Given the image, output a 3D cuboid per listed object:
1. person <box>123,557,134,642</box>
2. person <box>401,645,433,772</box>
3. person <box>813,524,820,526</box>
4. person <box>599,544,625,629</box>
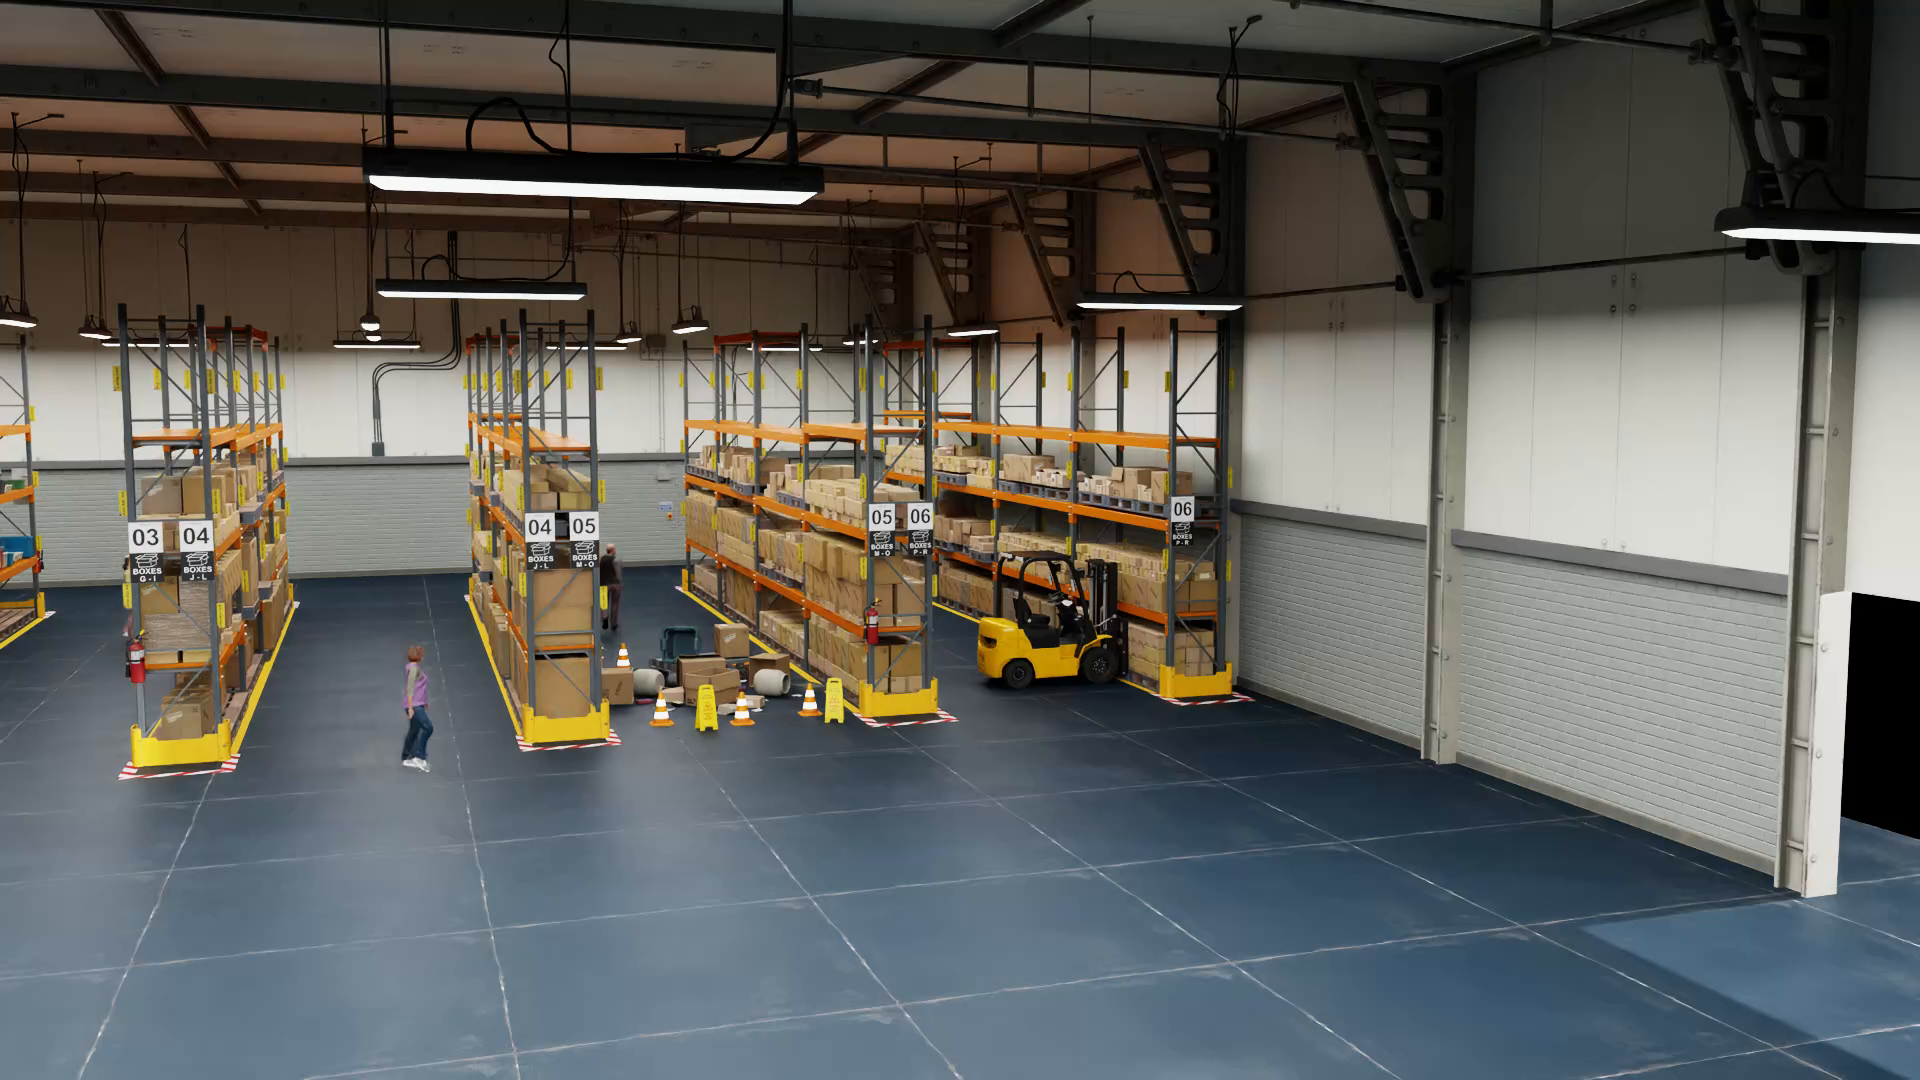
[{"bbox_3d":[-15.934,1.123,32.077,0.385,1.678,0.469,-4,7,-37],"label":"person"},{"bbox_3d":[-7.018,2.172,21.443,0.479,1.631,0.546,0,5,-1],"label":"person"},{"bbox_3d":[-3.079,0.443,36.344,0.549,1.660,0.405,5,7,42],"label":"person"},{"bbox_3d":[-7.091,0.940,33.696,0.590,1.737,0.466,0,5,-5],"label":"person"}]
